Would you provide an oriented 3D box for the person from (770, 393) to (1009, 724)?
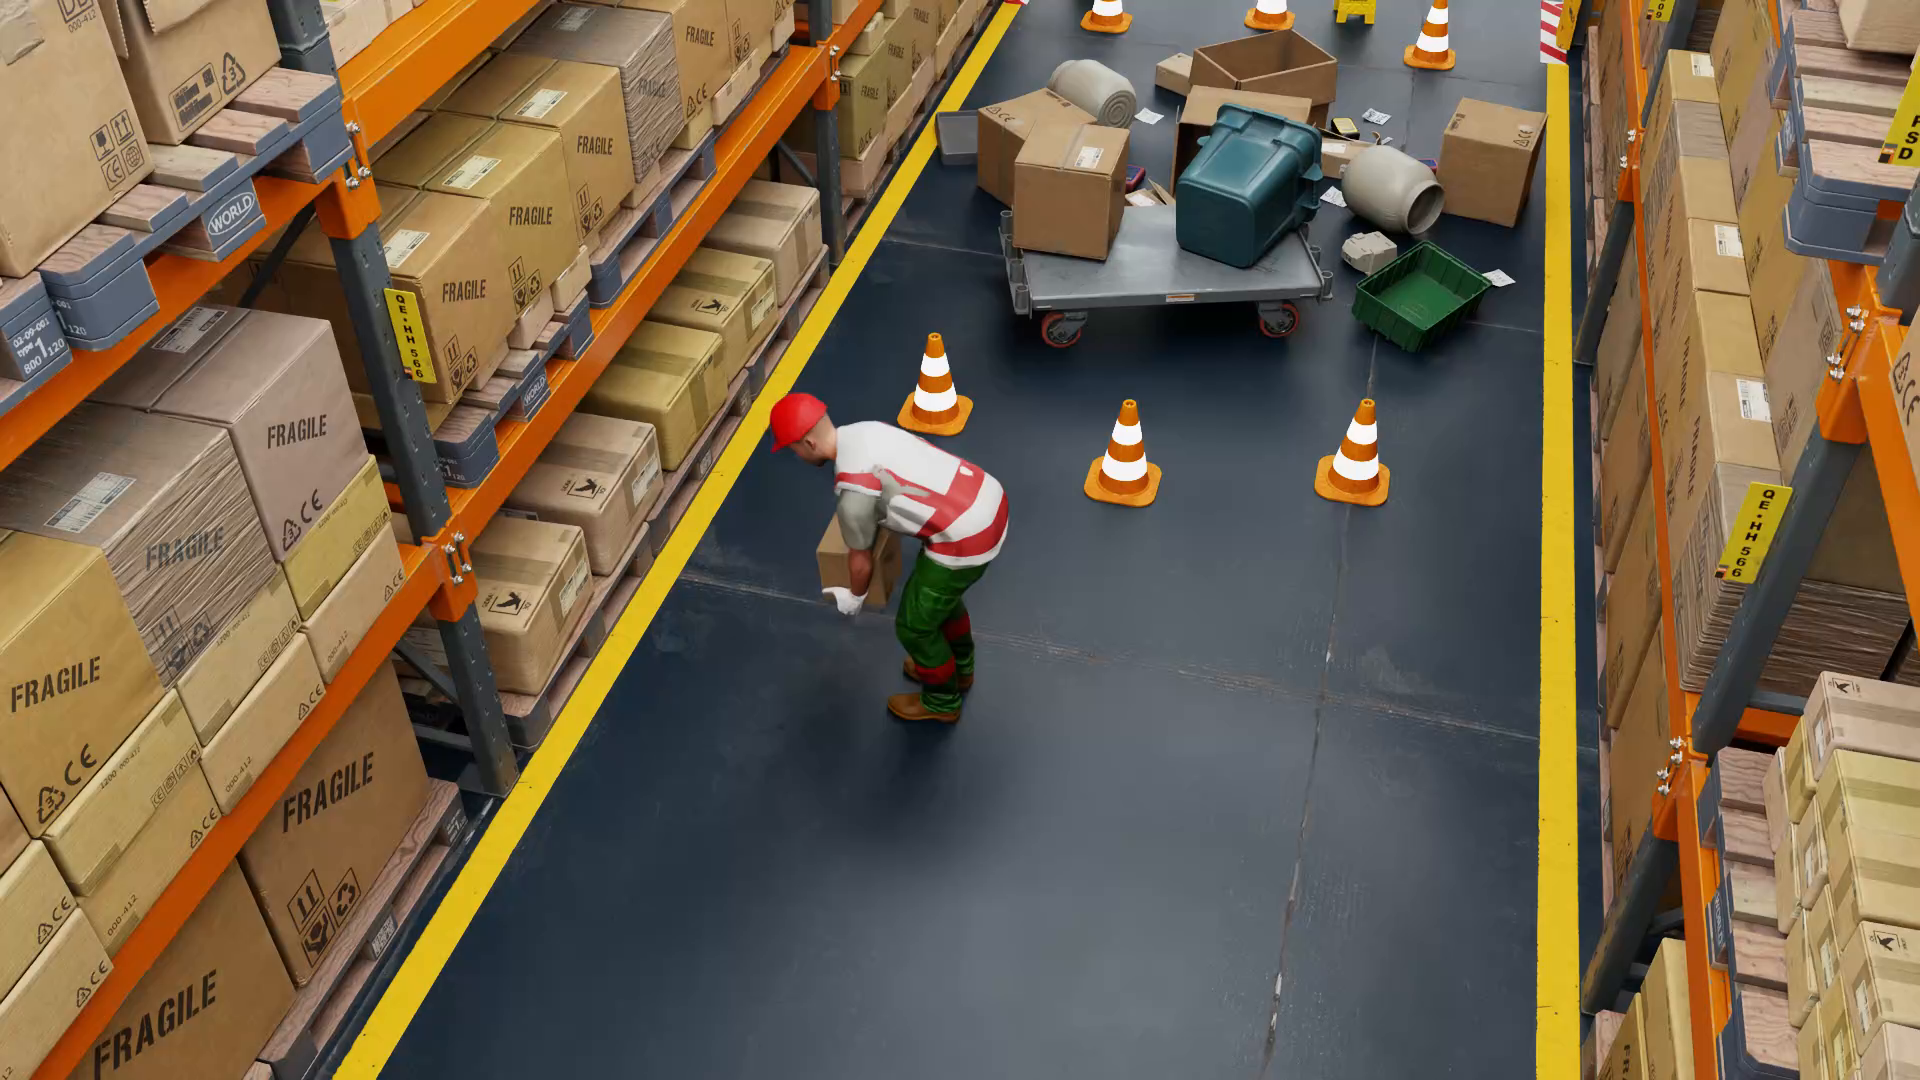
[{"bbox_3d":[-0.260,0.074,6.348,0.887,1.401,0.472,9,41,10],"label":"person"}]
